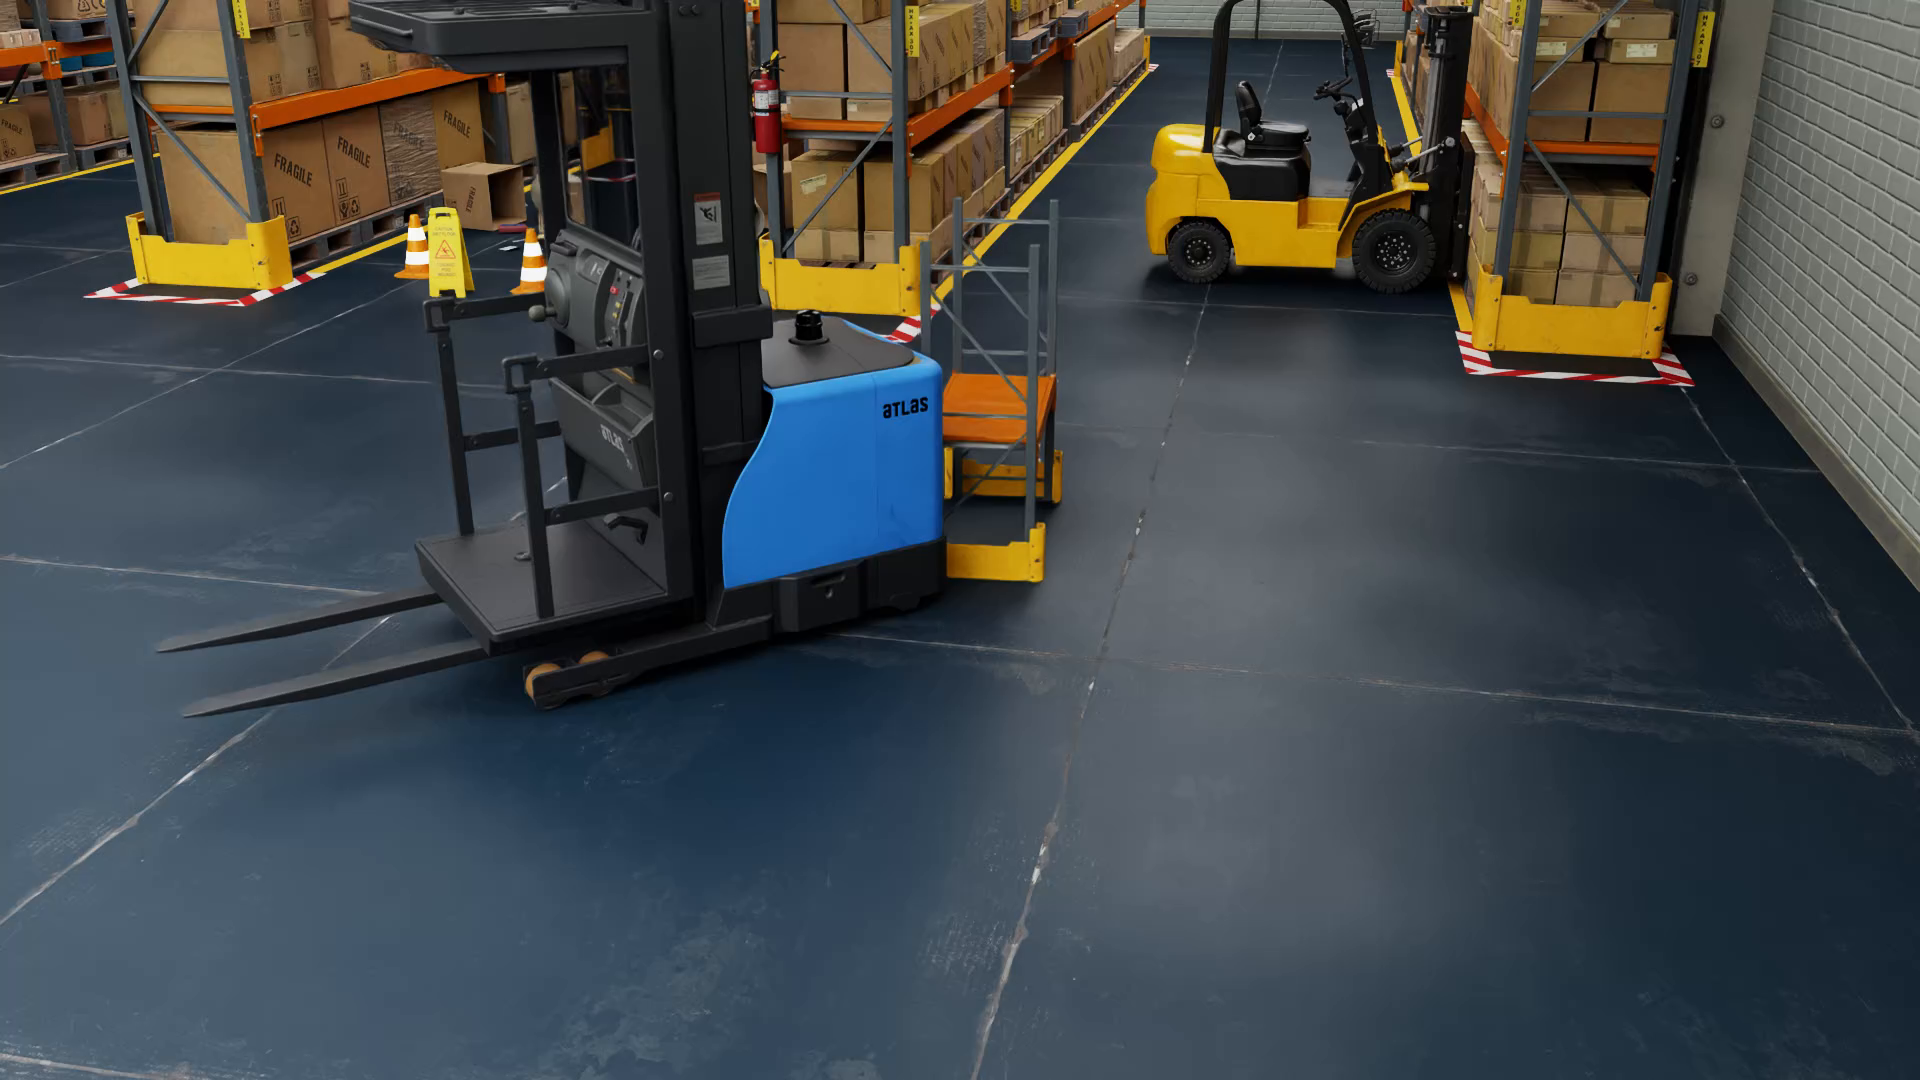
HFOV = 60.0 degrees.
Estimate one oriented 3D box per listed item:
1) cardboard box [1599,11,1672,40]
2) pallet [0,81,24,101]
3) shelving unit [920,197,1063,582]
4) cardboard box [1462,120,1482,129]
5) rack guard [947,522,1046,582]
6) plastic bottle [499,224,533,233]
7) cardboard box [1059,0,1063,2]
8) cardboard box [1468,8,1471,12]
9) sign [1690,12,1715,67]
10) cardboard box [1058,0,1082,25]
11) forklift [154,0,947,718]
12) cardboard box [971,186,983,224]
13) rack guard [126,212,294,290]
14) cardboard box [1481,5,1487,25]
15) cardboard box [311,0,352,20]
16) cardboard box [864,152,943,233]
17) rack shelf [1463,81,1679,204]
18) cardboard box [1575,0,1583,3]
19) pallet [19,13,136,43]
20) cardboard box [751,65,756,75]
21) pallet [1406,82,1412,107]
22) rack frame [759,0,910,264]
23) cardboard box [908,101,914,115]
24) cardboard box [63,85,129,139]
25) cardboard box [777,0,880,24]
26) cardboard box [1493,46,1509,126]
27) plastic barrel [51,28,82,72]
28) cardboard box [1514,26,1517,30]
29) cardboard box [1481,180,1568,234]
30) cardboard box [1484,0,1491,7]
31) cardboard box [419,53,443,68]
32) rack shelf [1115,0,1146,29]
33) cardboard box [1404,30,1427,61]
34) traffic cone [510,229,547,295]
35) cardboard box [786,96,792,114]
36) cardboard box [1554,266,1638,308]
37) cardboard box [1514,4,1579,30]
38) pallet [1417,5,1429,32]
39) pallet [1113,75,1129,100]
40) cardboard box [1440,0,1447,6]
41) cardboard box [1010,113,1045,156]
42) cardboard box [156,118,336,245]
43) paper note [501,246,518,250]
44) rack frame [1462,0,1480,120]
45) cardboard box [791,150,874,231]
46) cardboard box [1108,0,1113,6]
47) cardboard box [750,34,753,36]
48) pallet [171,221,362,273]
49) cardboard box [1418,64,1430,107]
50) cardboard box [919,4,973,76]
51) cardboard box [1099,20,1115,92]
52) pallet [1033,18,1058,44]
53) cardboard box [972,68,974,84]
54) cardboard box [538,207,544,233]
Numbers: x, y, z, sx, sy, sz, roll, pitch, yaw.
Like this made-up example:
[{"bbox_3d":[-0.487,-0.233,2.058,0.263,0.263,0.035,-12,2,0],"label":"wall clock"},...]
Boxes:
[{"bbox_3d":[4.283,-3.265,10.545,0.380,0.149,0.250,4,22,10],"label":"cardboard box"},{"bbox_3d":[-13.652,-6.107,22.734,1.003,0.211,1.213,4,22,11],"label":"pallet"},{"bbox_3d":[0.151,-0.724,7.644,0.587,1.500,1.083,3,22,7],"label":"shelving unit"},{"bbox_3d":[4.416,-3.366,13.976,0.500,0.250,0.500,4,22,10],"label":"cardboard box"},{"bbox_3d":[0.085,0.040,7.419,0.587,0.250,0.087,3,22,7],"label":"rack guard"},{"bbox_3d":[-3.879,-2.723,14.534,0.283,0.061,0.133,-3,22,-8],"label":"plastic bottle"},{"bbox_3d":[0.862,-5.978,17.587,0.500,0.500,0.500,4,22,10],"label":"cardboard box"},{"bbox_3d":[4.672,-4.497,14.537,0.500,0.250,0.500,4,22,10],"label":"cardboard box"},{"bbox_3d":[4.547,-3.067,10.189,0.100,0.325,0.005,4,22,11],"label":"sign"},{"bbox_3d":[1.124,-6.066,19.101,0.500,0.250,0.500,4,22,10],"label":"cardboard box"},{"bbox_3d":[-1.578,-0.949,6.287,3.031,2.935,1.130,-13,25,-30],"label":"forklift"},{"bbox_3d":[-0.103,-2.814,13.945,0.500,0.250,0.500,5,22,12],"label":"cardboard box"},{"bbox_3d":[-5.726,-2.222,12.702,1.175,0.500,0.348,4,22,11],"label":"rack guard"},{"bbox_3d":[4.299,-4.110,13.041,0.380,0.149,0.250,5,22,12],"label":"cardboard box"},{"bbox_3d":[-5.338,-4.496,13.356,0.875,0.550,0.550,4,22,11],"label":"cardboard box"},{"bbox_3d":[-0.415,-2.600,12.409,0.500,0.500,0.500,4,22,9],"label":"cardboard box"},{"bbox_3d":[4.413,-3.071,12.426,1.077,0.370,4.000,4,22,11],"label":"rack shelf"},{"bbox_3d":[4.627,-3.828,11.944,0.380,0.149,0.250,5,22,11],"label":"cardboard box"},{"bbox_3d":[-9.442,-5.448,17.622,1.003,0.211,1.213,4,22,11],"label":"pallet"},{"bbox_3d":[-2.884,-6.760,23.878,0.380,0.149,0.250,3,22,9],"label":"cardboard box"},{"bbox_3d":[6.595,-6.019,22.517,1.003,0.211,1.213,4,22,11],"label":"pallet"},{"bbox_3d":[-0.855,-3.050,11.412,1.000,3.000,0.127,4,22,11],"label":"rack frame"},{"bbox_3d":[-0.545,-3.135,11.960,0.380,0.149,0.250,5,22,12],"label":"cardboard box"},{"bbox_3d":[-9.478,-4.709,18.288,0.700,0.500,0.500,4,22,11],"label":"cardboard box"},{"bbox_3d":[-0.964,-3.902,11.656,0.700,0.500,0.500,4,22,10],"label":"cardboard box"},{"bbox_3d":[3.964,-3.108,11.423,0.500,0.500,0.500,5,23,13],"label":"cardboard box"},{"bbox_3d":[-13.228,-7.337,24.302,0.600,0.901,0.708,4,22,11],"label":"plastic barrel"},{"bbox_3d":[3.999,-3.444,11.388,0.380,0.149,0.250,4,22,11],"label":"cardboard box"},{"bbox_3d":[3.794,-2.248,11.201,0.500,0.250,0.500,5,23,13],"label":"cardboard box"},{"bbox_3d":[4.305,-4.244,12.977,0.380,0.149,0.250,5,22,12],"label":"cardboard box"},{"bbox_3d":[-5.059,-4.584,15.020,0.875,0.550,0.550,4,22,11],"label":"cardboard box"},{"bbox_3d":[2.002,-7.836,24.259,1.077,0.370,4.000,4,22,11],"label":"rack shelf"},{"bbox_3d":[7.053,-7.345,24.855,0.797,0.503,0.637,4,22,9],"label":"cardboard box"},{"bbox_3d":[-3.186,-2.089,12.422,0.336,0.463,0.334,4,22,11],"label":"traffic cone"},{"bbox_3d":[-1.045,-3.188,12.090,0.380,0.149,0.250,4,22,10],"label":"cardboard box"},{"bbox_3d":[4.297,-1.757,11.320,0.500,0.250,0.500,5,22,11],"label":"cardboard box"},{"bbox_3d":[3.919,-3.496,11.118,0.380,0.149,0.250,5,22,12],"label":"cardboard box"},{"bbox_3d":[5.707,-5.763,18.405,1.213,0.211,1.003,4,22,11],"label":"pallet"},{"bbox_3d":[1.826,-6.417,23.505,1.003,0.211,1.213,4,22,11],"label":"pallet"},{"bbox_3d":[5.284,-5.619,17.323,0.500,0.250,0.500,4,22,11],"label":"cardboard box"},{"bbox_3d":[0.350,-4.198,17.218,0.950,0.372,0.625,5,23,13],"label":"cardboard box"},{"bbox_3d":[-5.647,-2.853,13.204,0.875,0.875,0.875,5,22,11],"label":"cardboard box"},{"bbox_3d":[-3.748,-2.441,13.877,0.144,0.017,0.142,13,25,29],"label":"paper note"},{"bbox_3d":[4.822,-4.136,14.108,1.000,3.000,0.127,4,22,11],"label":"rack frame"},{"bbox_3d":[-0.946,-2.630,12.484,0.500,0.500,0.500,5,22,11],"label":"cardboard box"},{"bbox_3d":[1.749,-7.186,21.882,0.500,0.250,0.500,4,22,10],"label":"cardboard box"},{"bbox_3d":[-3.303,-7.461,24.820,0.380,0.149,0.250,3,22,8],"label":"cardboard box"},{"bbox_3d":[-5.635,-2.395,13.519,1.003,0.211,1.213,4,22,11],"label":"pallet"},{"bbox_3d":[5.930,-5.560,20.427,0.500,0.500,0.500,4,22,9],"label":"cardboard box"},{"bbox_3d":[-0.185,-3.949,13.112,0.500,0.500,0.500,4,22,10],"label":"cardboard box"},{"bbox_3d":[1.546,-6.415,22.049,0.875,0.875,0.875,5,23,13],"label":"cardboard box"},{"bbox_3d":[0.414,-5.160,16.907,1.003,0.211,1.213,4,22,11],"label":"pallet"},{"bbox_3d":[-0.091,-3.793,13.592,0.380,0.149,0.250,4,22,10],"label":"cardboard box"},{"bbox_3d":[-3.453,-2.816,14.490,0.396,0.266,0.258,8,23,20],"label":"cardboard box"}]
